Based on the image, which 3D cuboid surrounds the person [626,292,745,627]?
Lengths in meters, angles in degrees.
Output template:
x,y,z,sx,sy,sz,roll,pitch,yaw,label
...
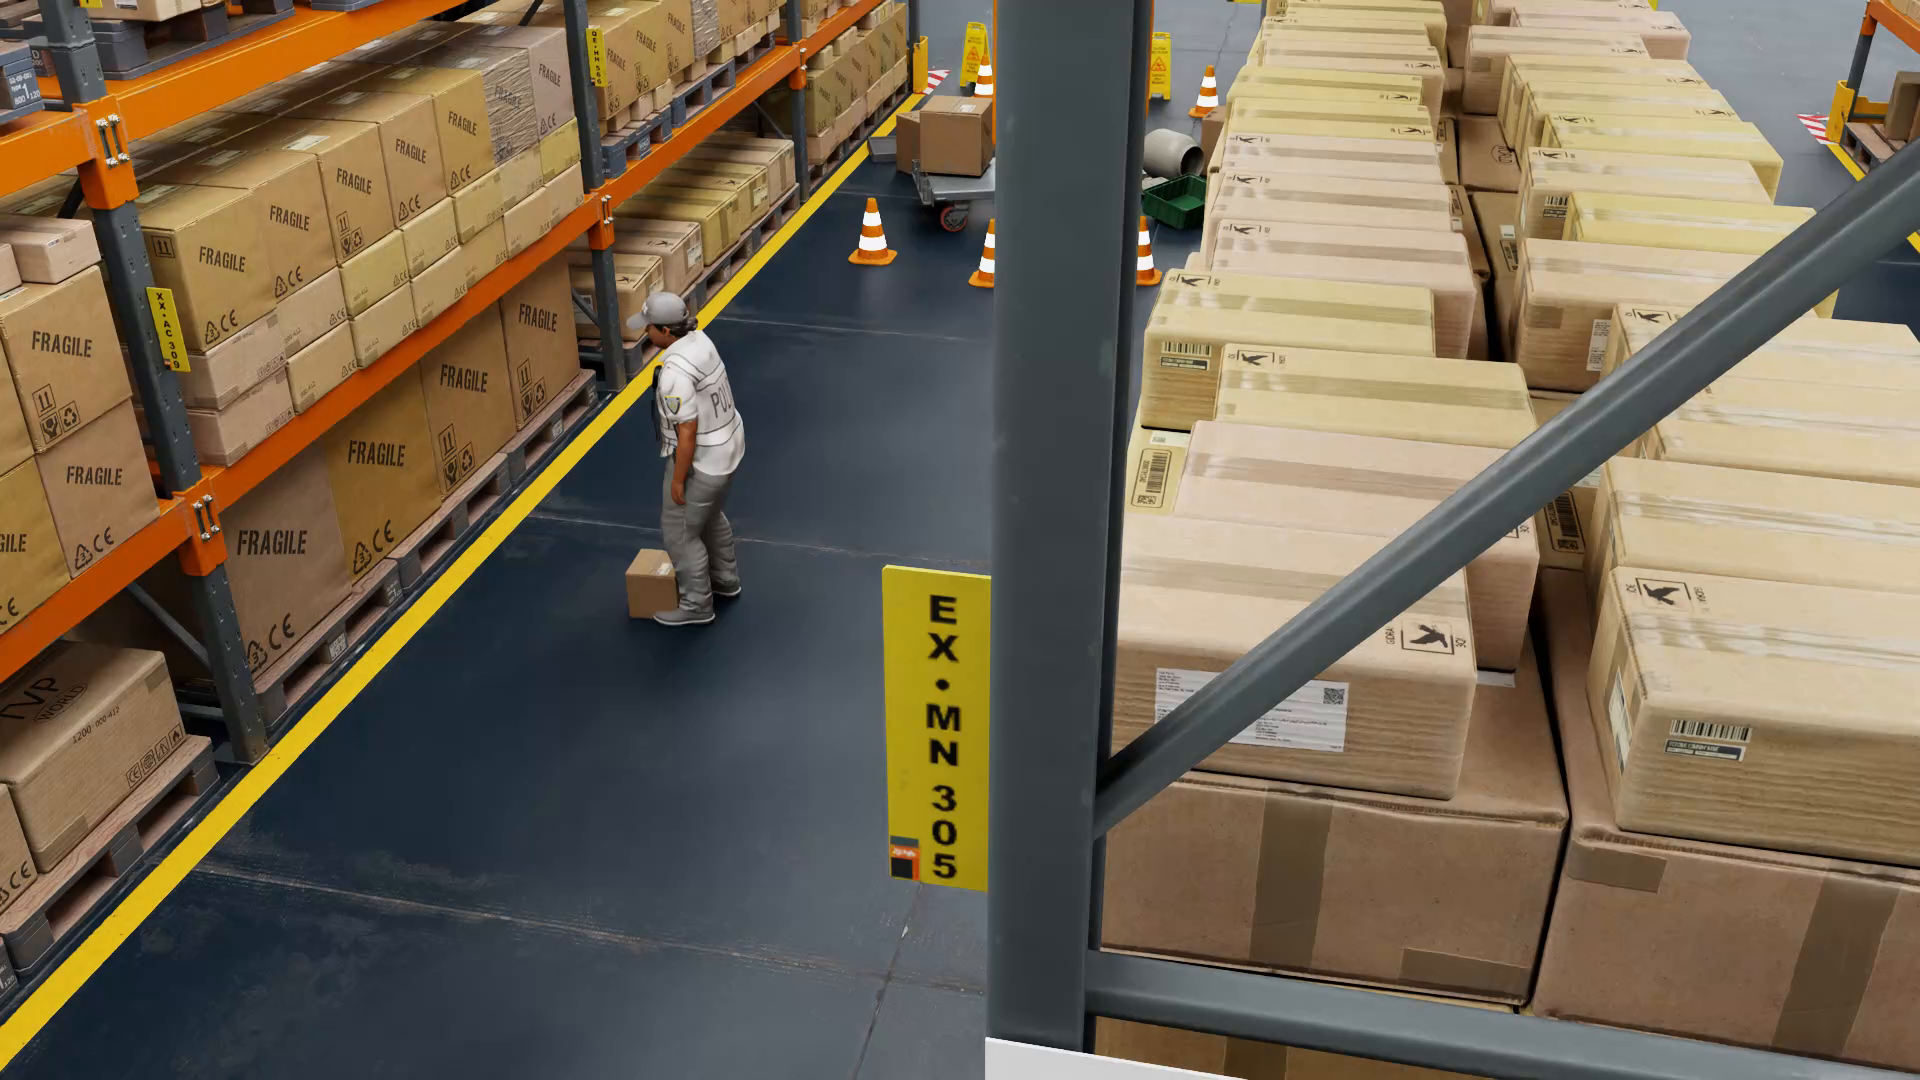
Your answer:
x,y,z,sx,sy,sz,roll,pitch,yaw,label
-1.258,-0.383,7.812,0.470,1.664,0.549,5,29,8,person
